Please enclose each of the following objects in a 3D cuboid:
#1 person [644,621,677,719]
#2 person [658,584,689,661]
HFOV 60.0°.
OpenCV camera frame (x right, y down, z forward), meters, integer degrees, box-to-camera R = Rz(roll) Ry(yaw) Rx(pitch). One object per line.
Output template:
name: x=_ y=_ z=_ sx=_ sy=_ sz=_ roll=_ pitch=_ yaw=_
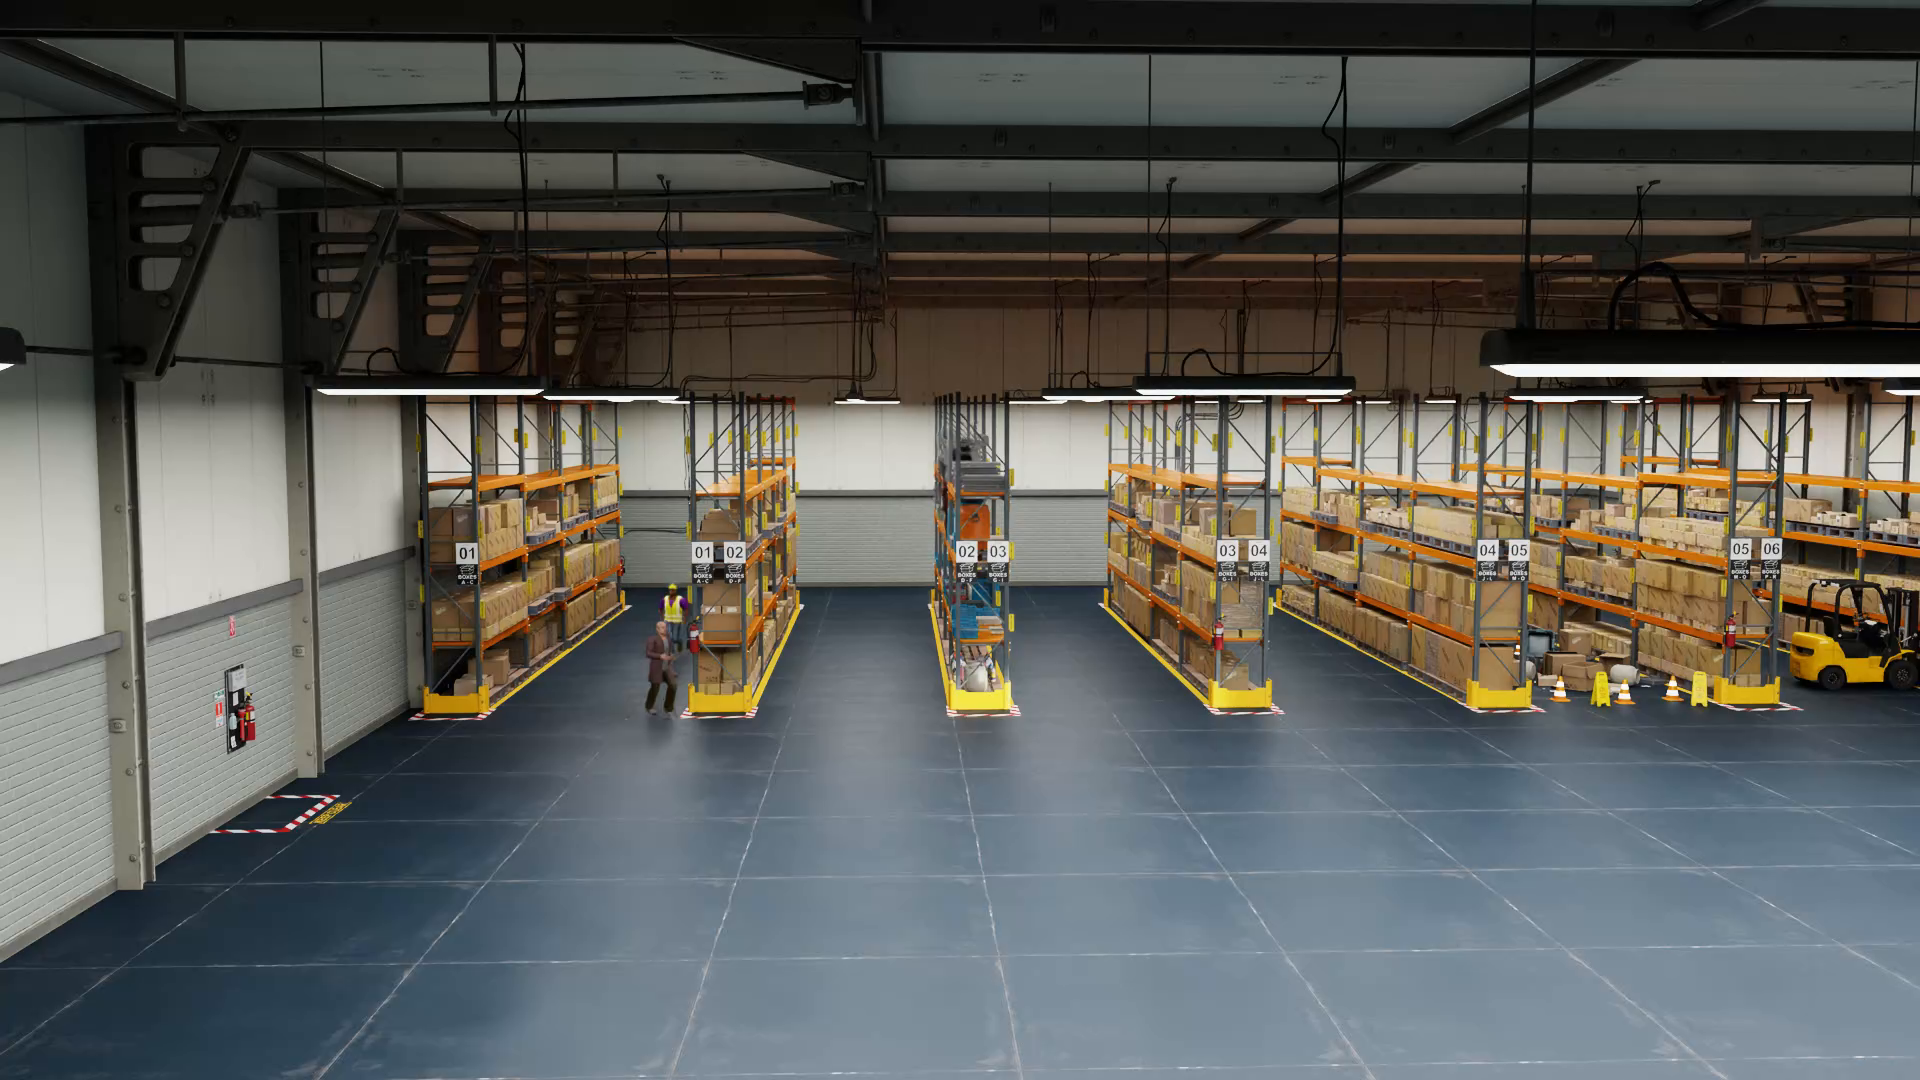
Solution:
person: x=-5.509 y=2.414 z=30.551 sx=0.654 sy=1.831 sz=0.877 roll=-4 pitch=6 yaw=-42
person: x=-6.497 y=1.854 z=37.673 sx=0.702 sy=1.726 sz=0.598 roll=0 pitch=5 yaw=4
